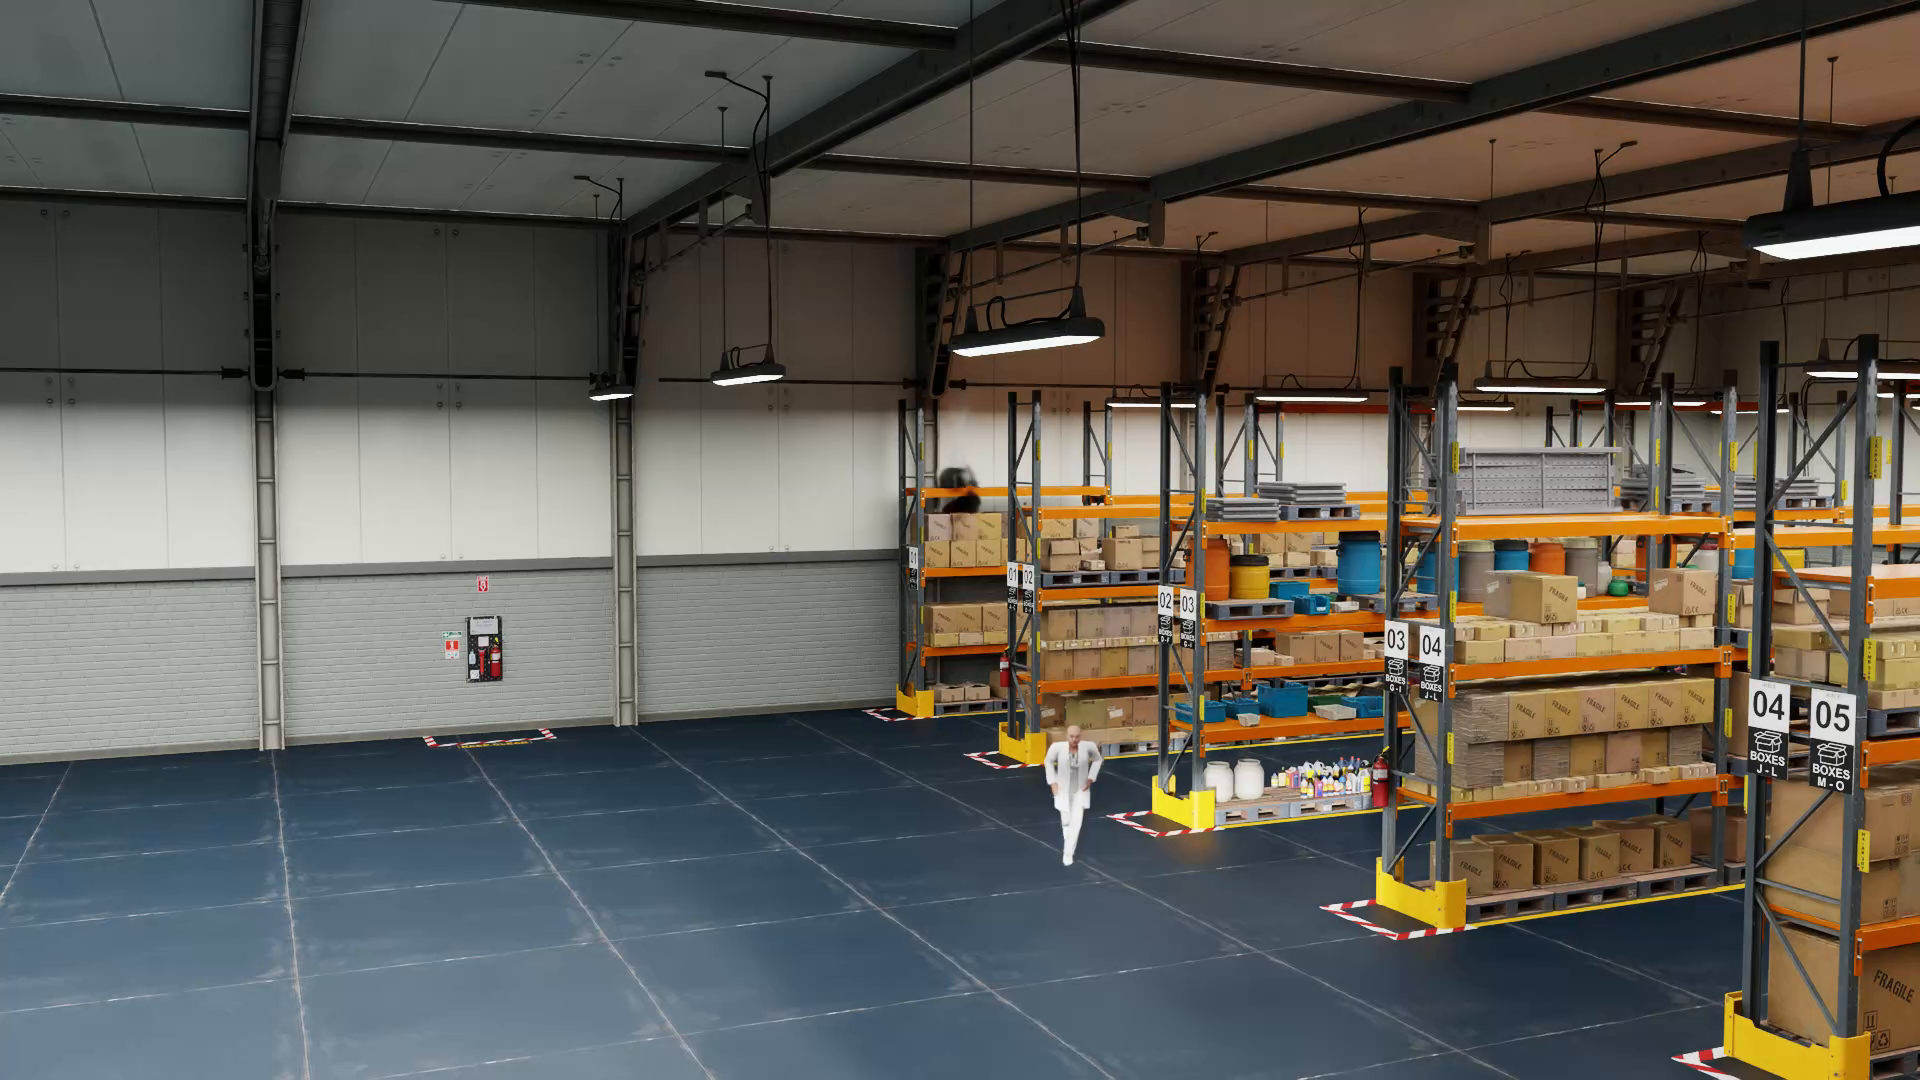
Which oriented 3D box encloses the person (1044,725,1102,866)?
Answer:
[{"bbox_3d":[1.399,3.112,20.739,0.717,1.726,0.918,0,3,-3],"label":"person"}]
